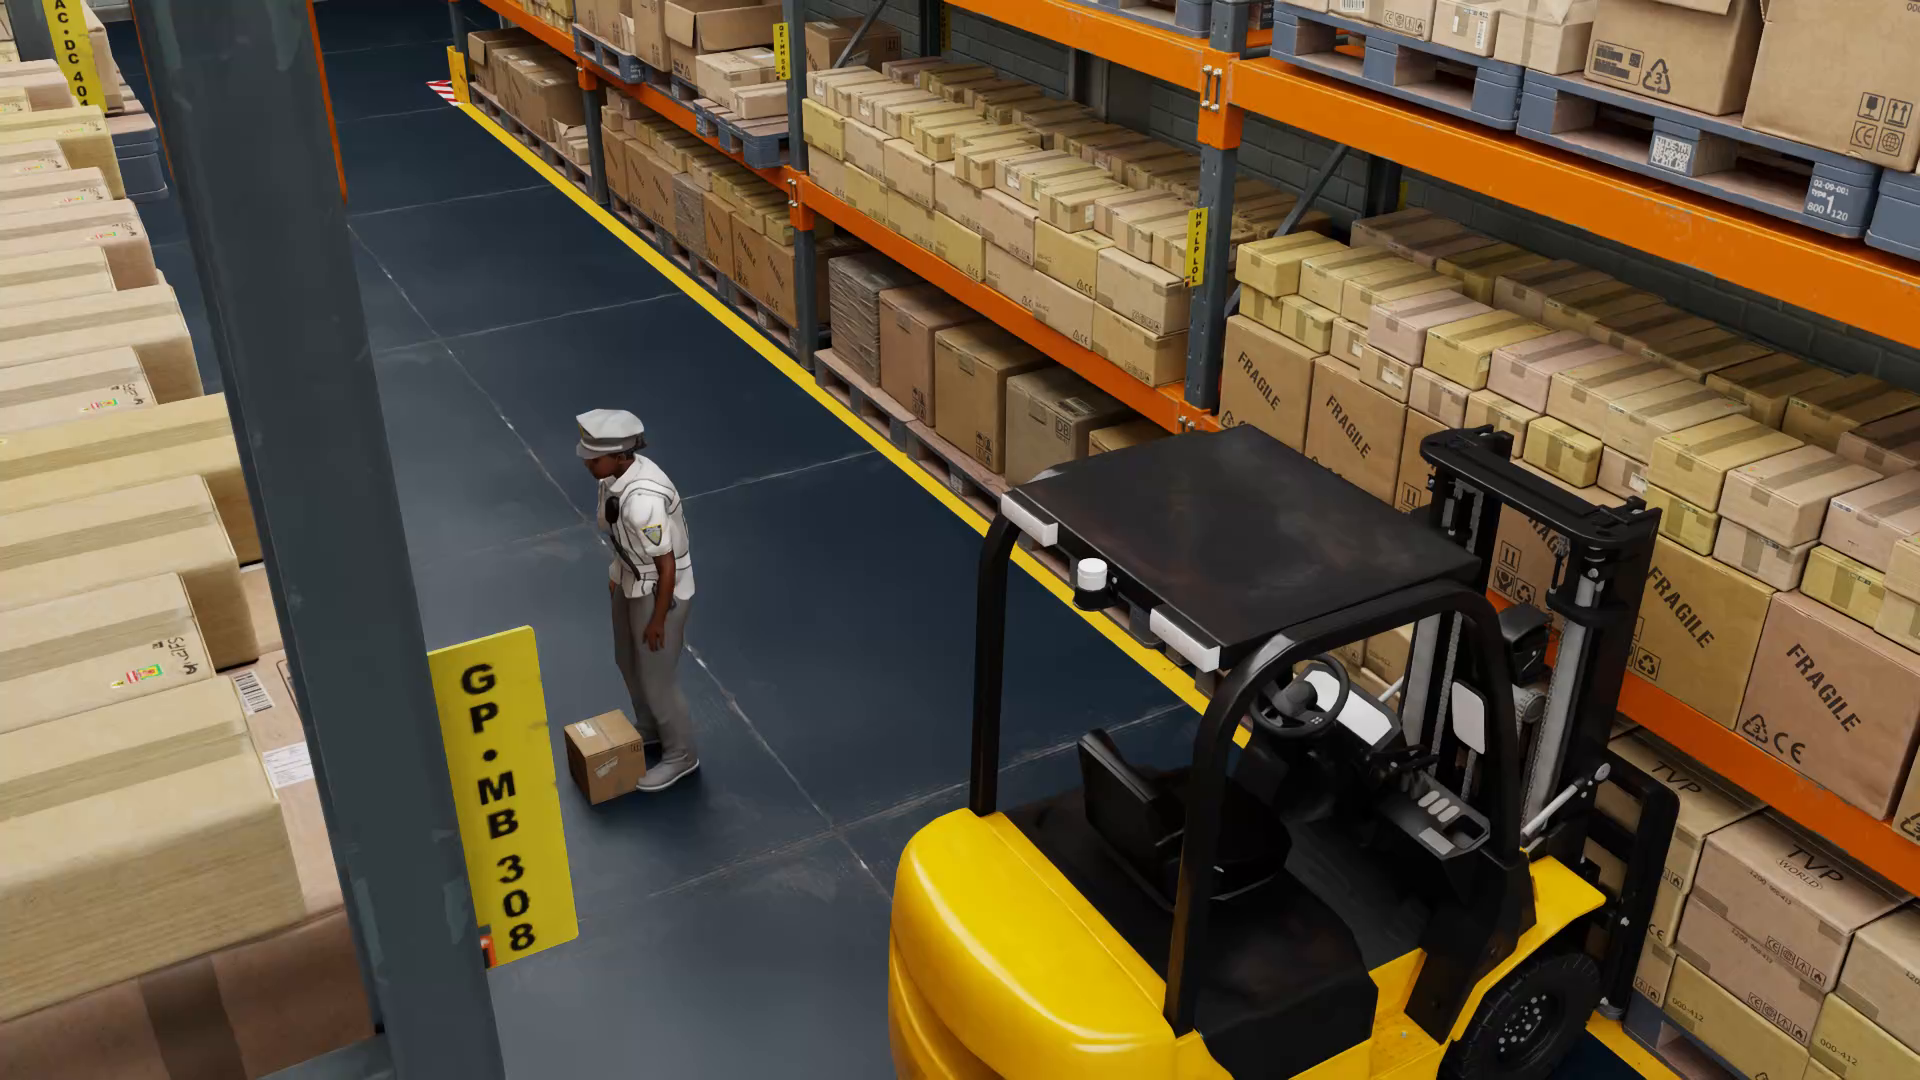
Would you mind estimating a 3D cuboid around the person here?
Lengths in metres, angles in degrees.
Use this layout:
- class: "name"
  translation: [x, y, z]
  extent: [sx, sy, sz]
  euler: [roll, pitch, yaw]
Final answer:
- class: "person"
  translation: [-1.286, 0.229, 6.717]
  extent: [0.397, 1.658, 0.509]
  euler: [-16, 33, -26]
